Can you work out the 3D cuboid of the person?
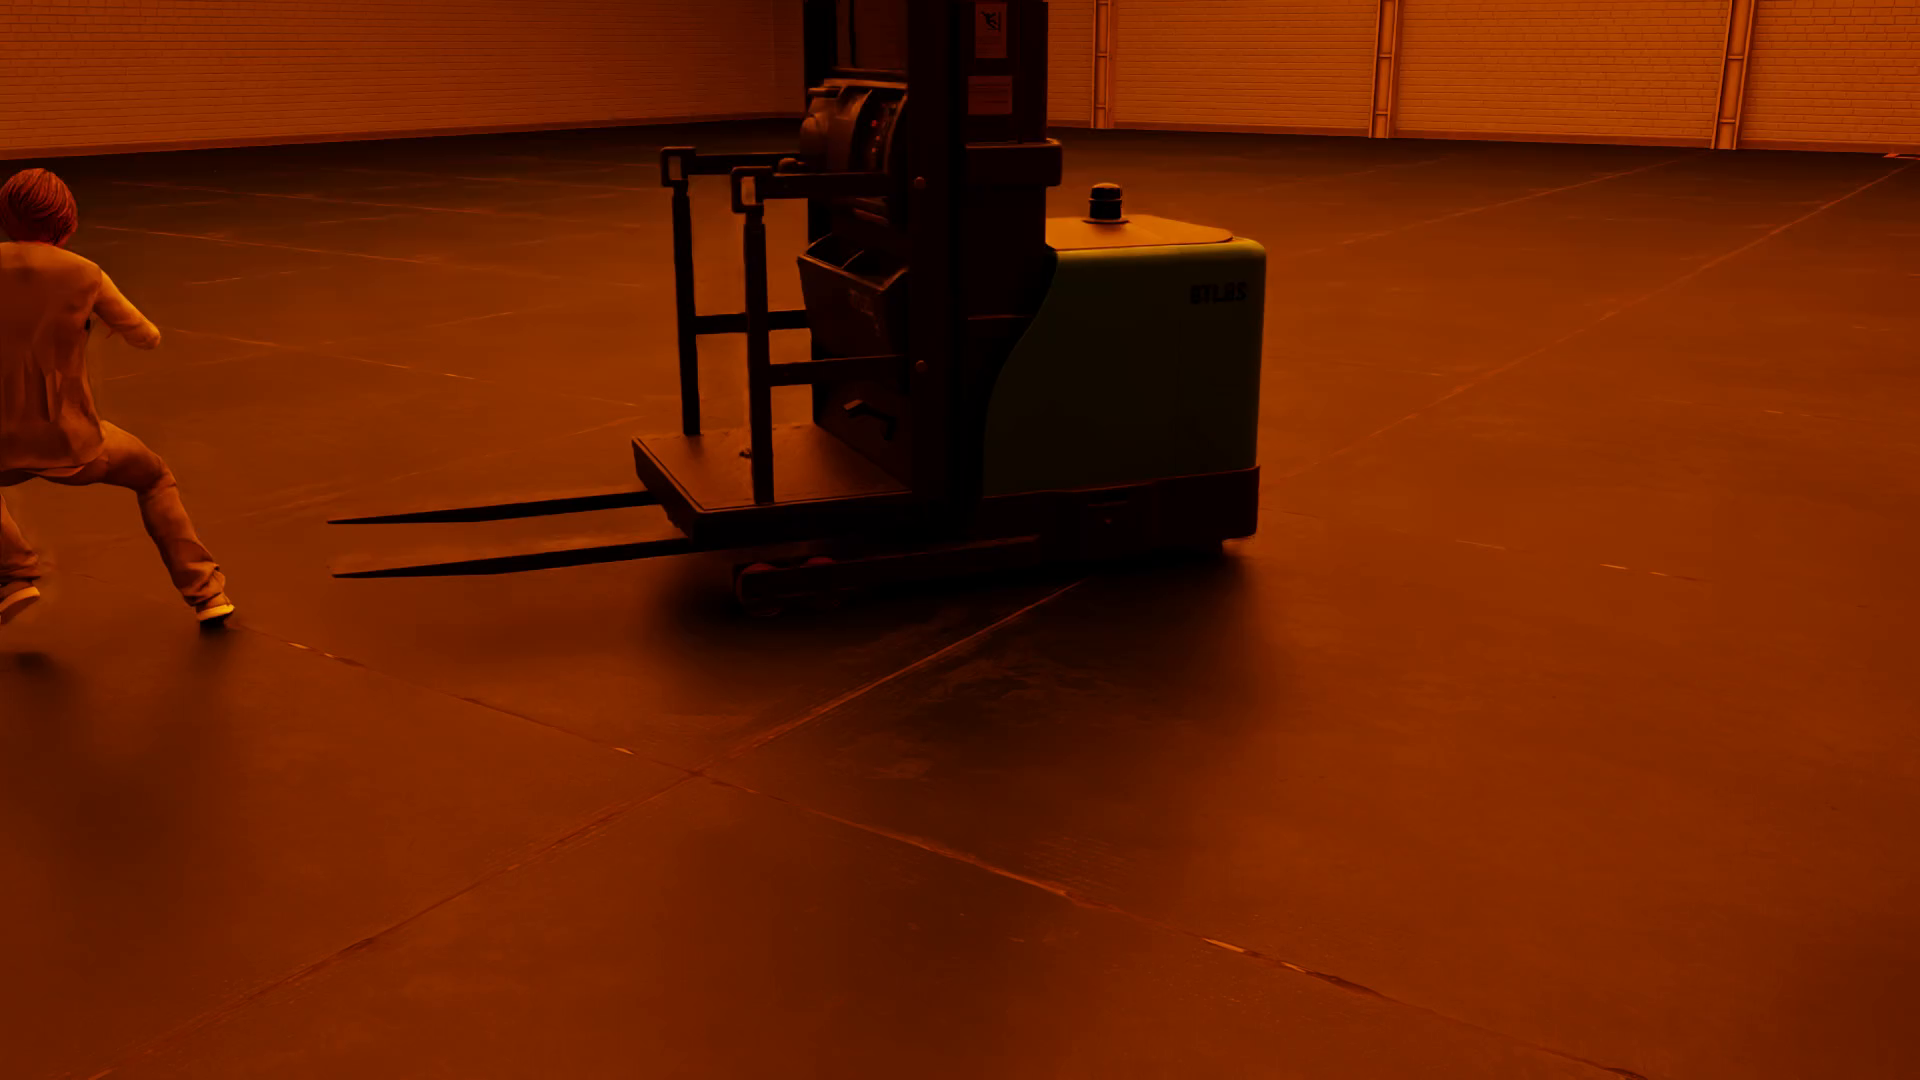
[{"bbox_3d":[-2.612,-0.367,4.822,0.782,1.399,0.678,-7,18,-22],"label":"person"}]

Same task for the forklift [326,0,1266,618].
[{"bbox_3d":[-0.535,-1.335,5.296,3.031,2.935,1.130,-6,18,-21],"label":"forklift"}]
